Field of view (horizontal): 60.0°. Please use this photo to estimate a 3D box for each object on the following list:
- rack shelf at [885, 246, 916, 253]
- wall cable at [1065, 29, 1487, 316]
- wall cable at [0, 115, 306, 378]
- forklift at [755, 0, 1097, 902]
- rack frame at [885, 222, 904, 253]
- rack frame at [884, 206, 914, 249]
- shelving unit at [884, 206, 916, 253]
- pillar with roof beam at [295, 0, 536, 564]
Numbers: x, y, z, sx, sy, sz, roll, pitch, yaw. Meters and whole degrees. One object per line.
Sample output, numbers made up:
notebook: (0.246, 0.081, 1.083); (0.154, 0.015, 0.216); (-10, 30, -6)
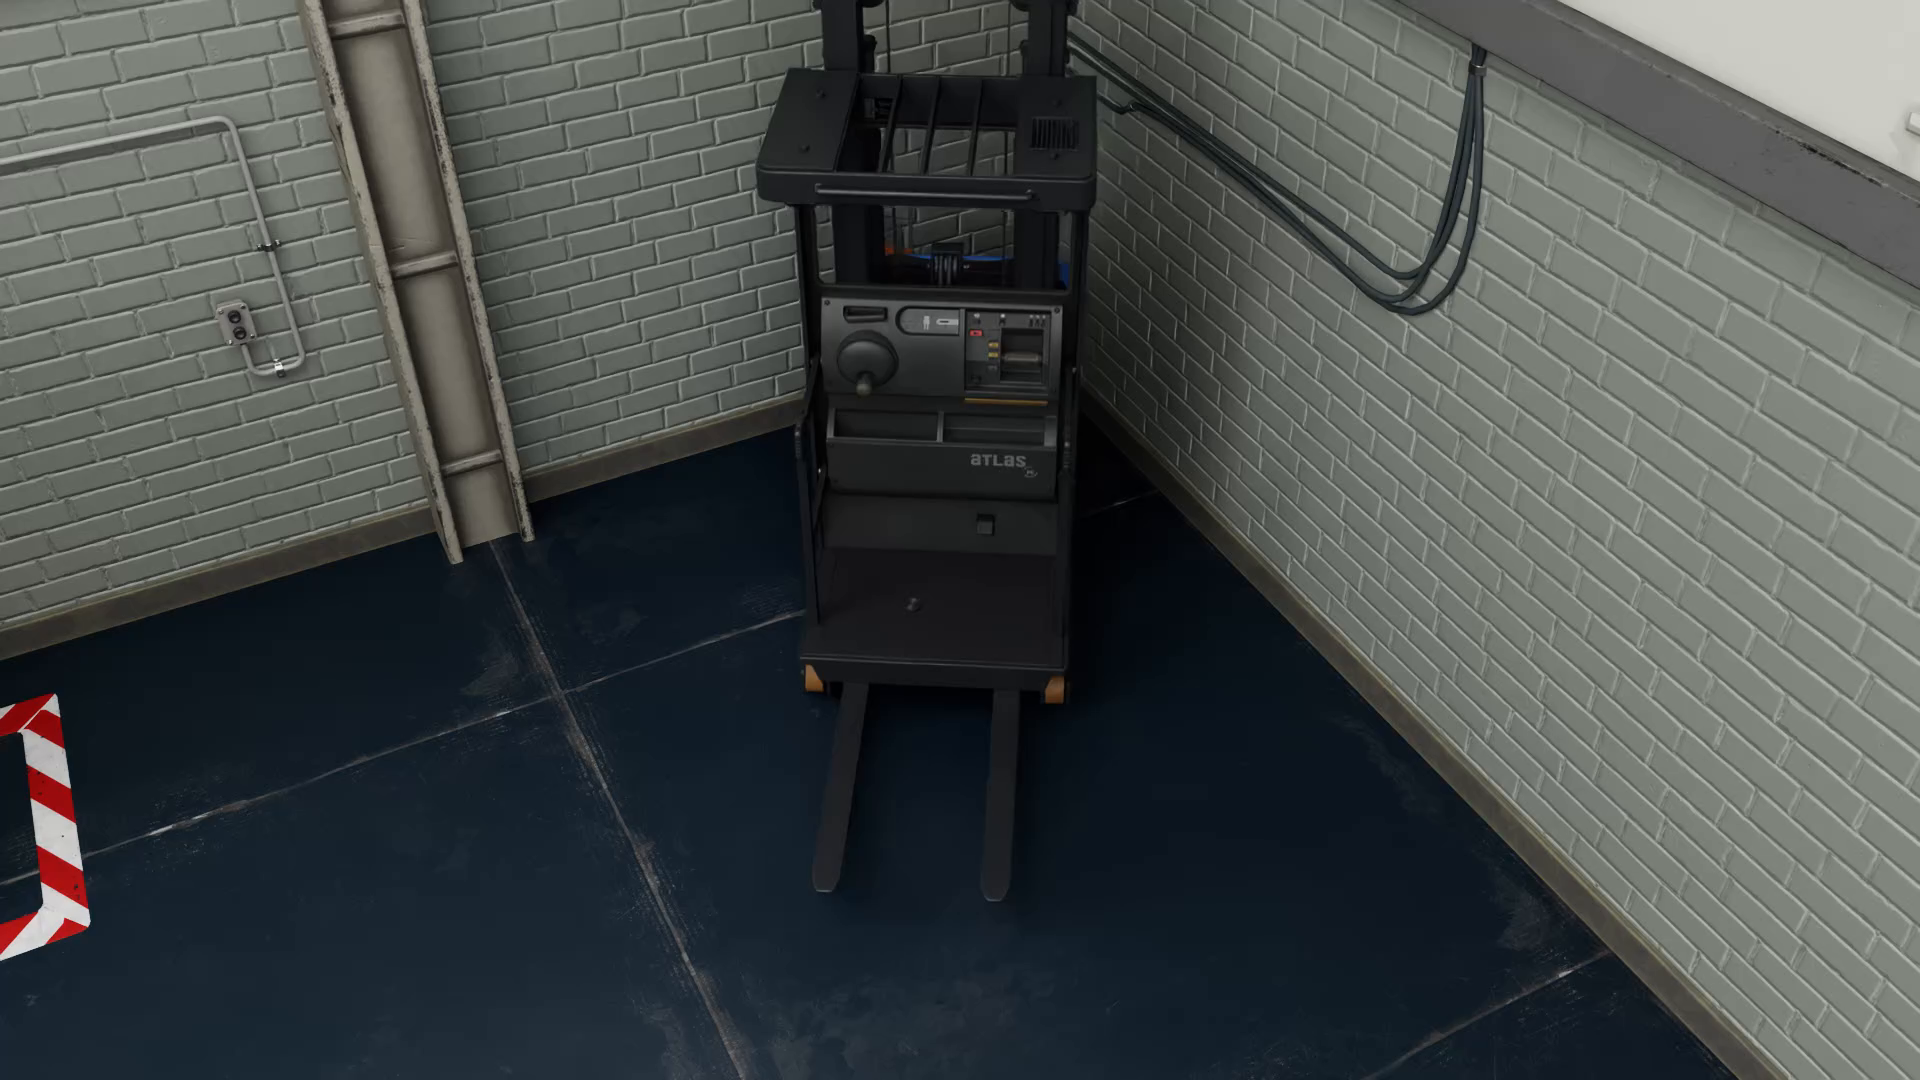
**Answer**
rack shelf: (-0.357, -1.308, 7.868); (0.258, 0.103, 0.180); (8, 41, 10)
wall cable: (0.966, -2.466, 6.090); (0.112, 2.526, 3.097); (-19, 44, -21)
wall cable: (-3.517, -1.190, 6.037); (1.851, 1.984, 0.084); (-19, 44, -21)
forklift: (-0.082, -0.660, 6.250); (1.130, 2.935, 3.031); (2, 40, 3)
rack frame: (-0.377, -1.010, 8.003); (0.240, 1.200, 0.006); (8, 41, 10)
rack frame: (-0.336, -1.125, 8.140); (0.240, 1.200, 0.006); (8, 41, 10)
shelving unit: (-0.357, -1.068, 8.071); (0.258, 1.200, 0.189); (8, 41, 10)
pillar with roof beam: (-0.232, -1.003, 1.958); (0.400, 9.000, 9.100); (-19, 44, -21)
